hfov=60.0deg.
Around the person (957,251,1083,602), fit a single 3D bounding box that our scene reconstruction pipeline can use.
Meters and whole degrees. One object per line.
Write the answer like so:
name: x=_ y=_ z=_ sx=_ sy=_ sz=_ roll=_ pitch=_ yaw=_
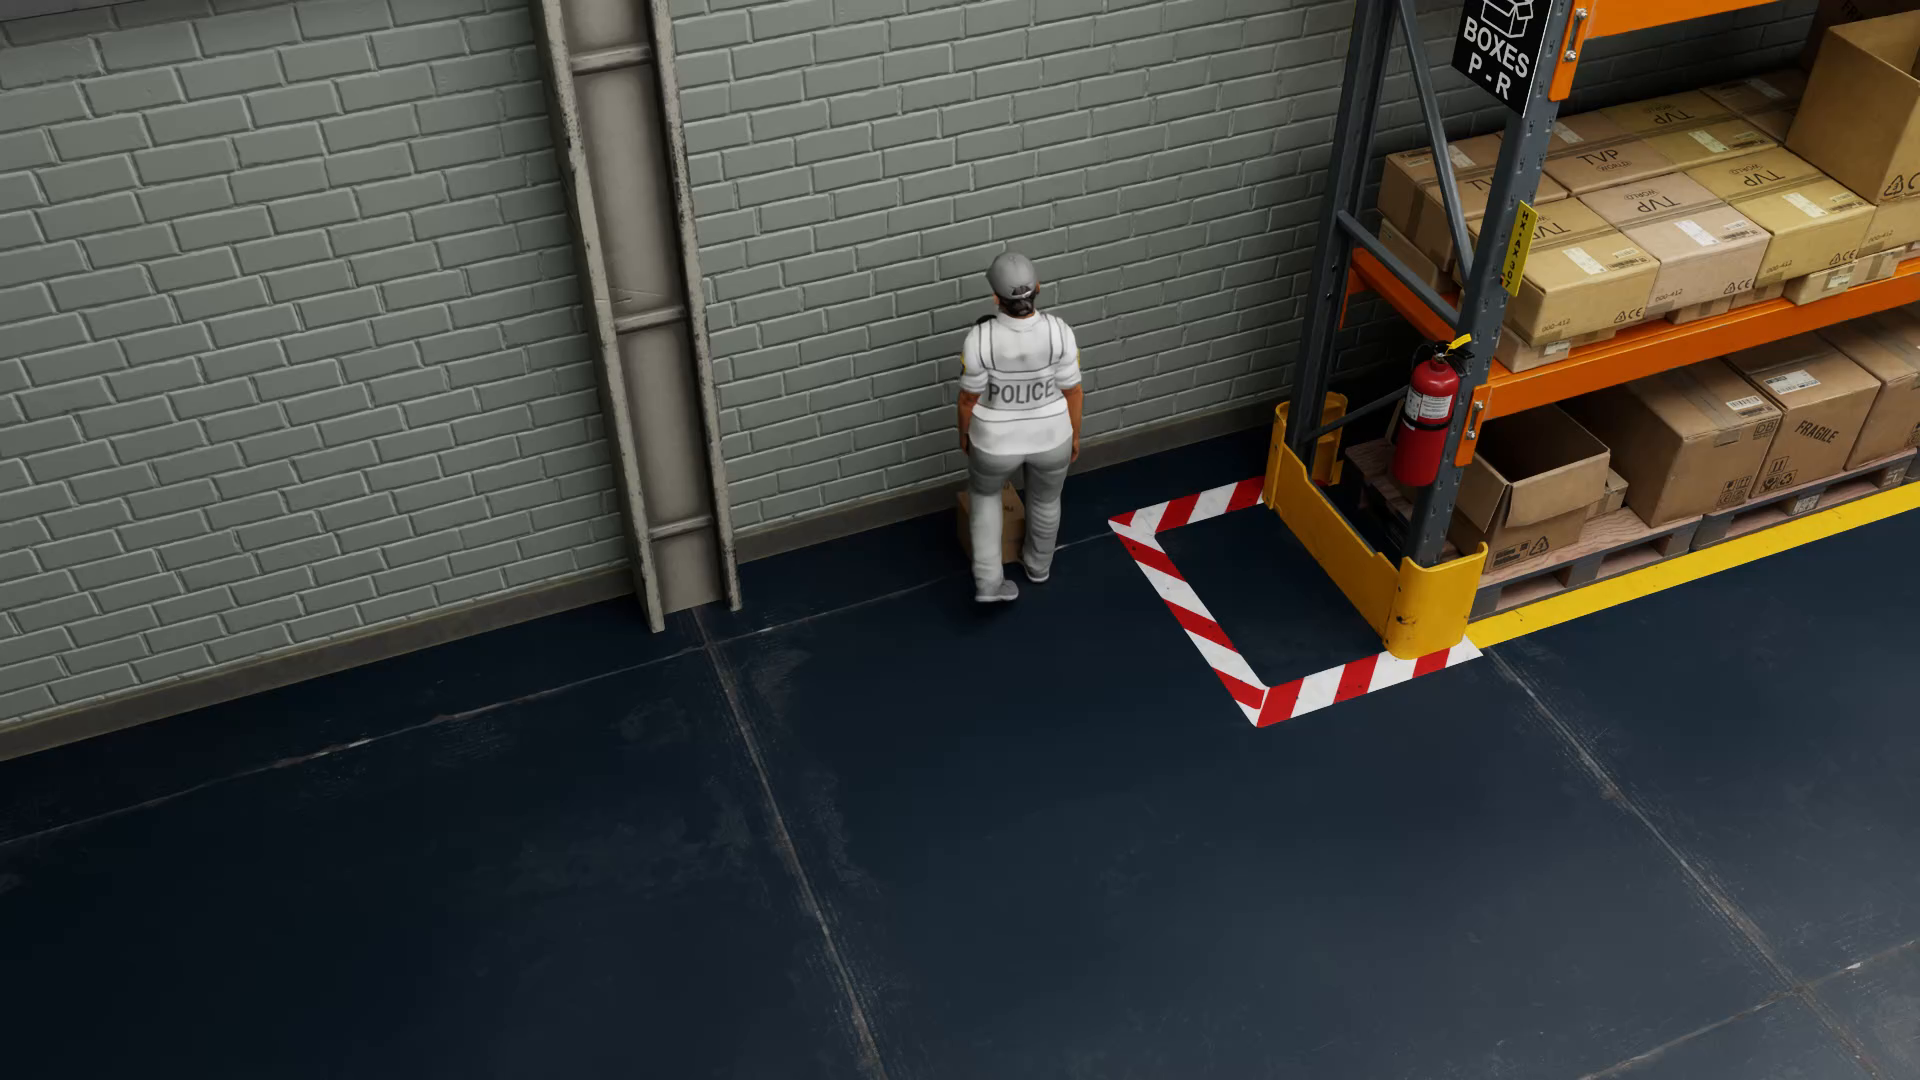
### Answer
person: x=0.228 y=-0.445 z=6.639 sx=0.491 sy=1.651 sz=0.504 roll=-4 pitch=42 yaw=-5
